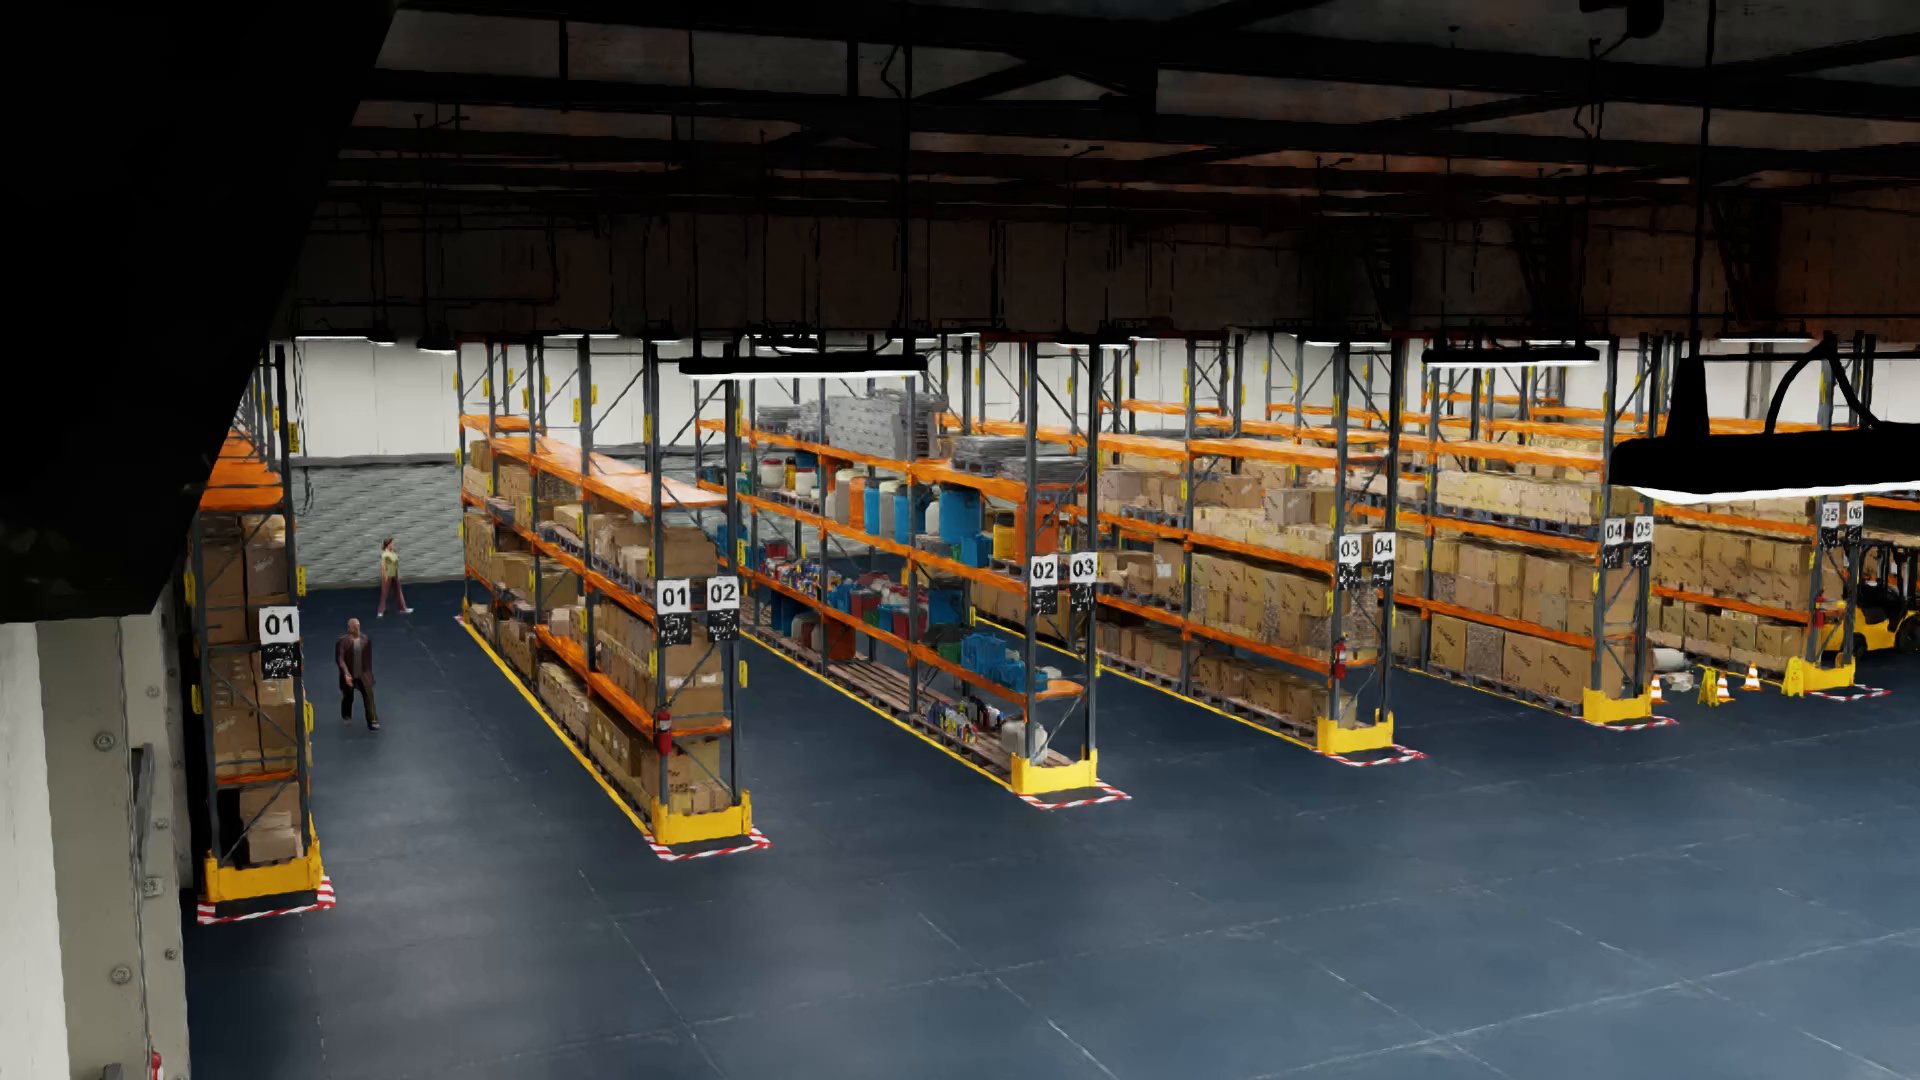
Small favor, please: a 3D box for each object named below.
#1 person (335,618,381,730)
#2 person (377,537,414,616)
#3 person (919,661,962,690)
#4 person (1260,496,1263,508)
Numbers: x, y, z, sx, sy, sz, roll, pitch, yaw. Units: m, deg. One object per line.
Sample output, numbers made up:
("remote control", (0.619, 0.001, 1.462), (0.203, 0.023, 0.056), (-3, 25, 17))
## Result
("person", (-9.250, 2.044, 25.443), (0.575, 1.716, 1.103), (-5, 9, -33))
("person", (-12.021, 0.759, 35.173), (0.566, 1.660, 0.691), (2, 8, 14))
("person", (-0.291, 1.743, 28.126), (0.621, 1.606, 0.828), (-7, 10, -41))
("person", (8.243, -0.560, 44.746), (0.594, 1.762, 0.614), (5, 9, 32))
